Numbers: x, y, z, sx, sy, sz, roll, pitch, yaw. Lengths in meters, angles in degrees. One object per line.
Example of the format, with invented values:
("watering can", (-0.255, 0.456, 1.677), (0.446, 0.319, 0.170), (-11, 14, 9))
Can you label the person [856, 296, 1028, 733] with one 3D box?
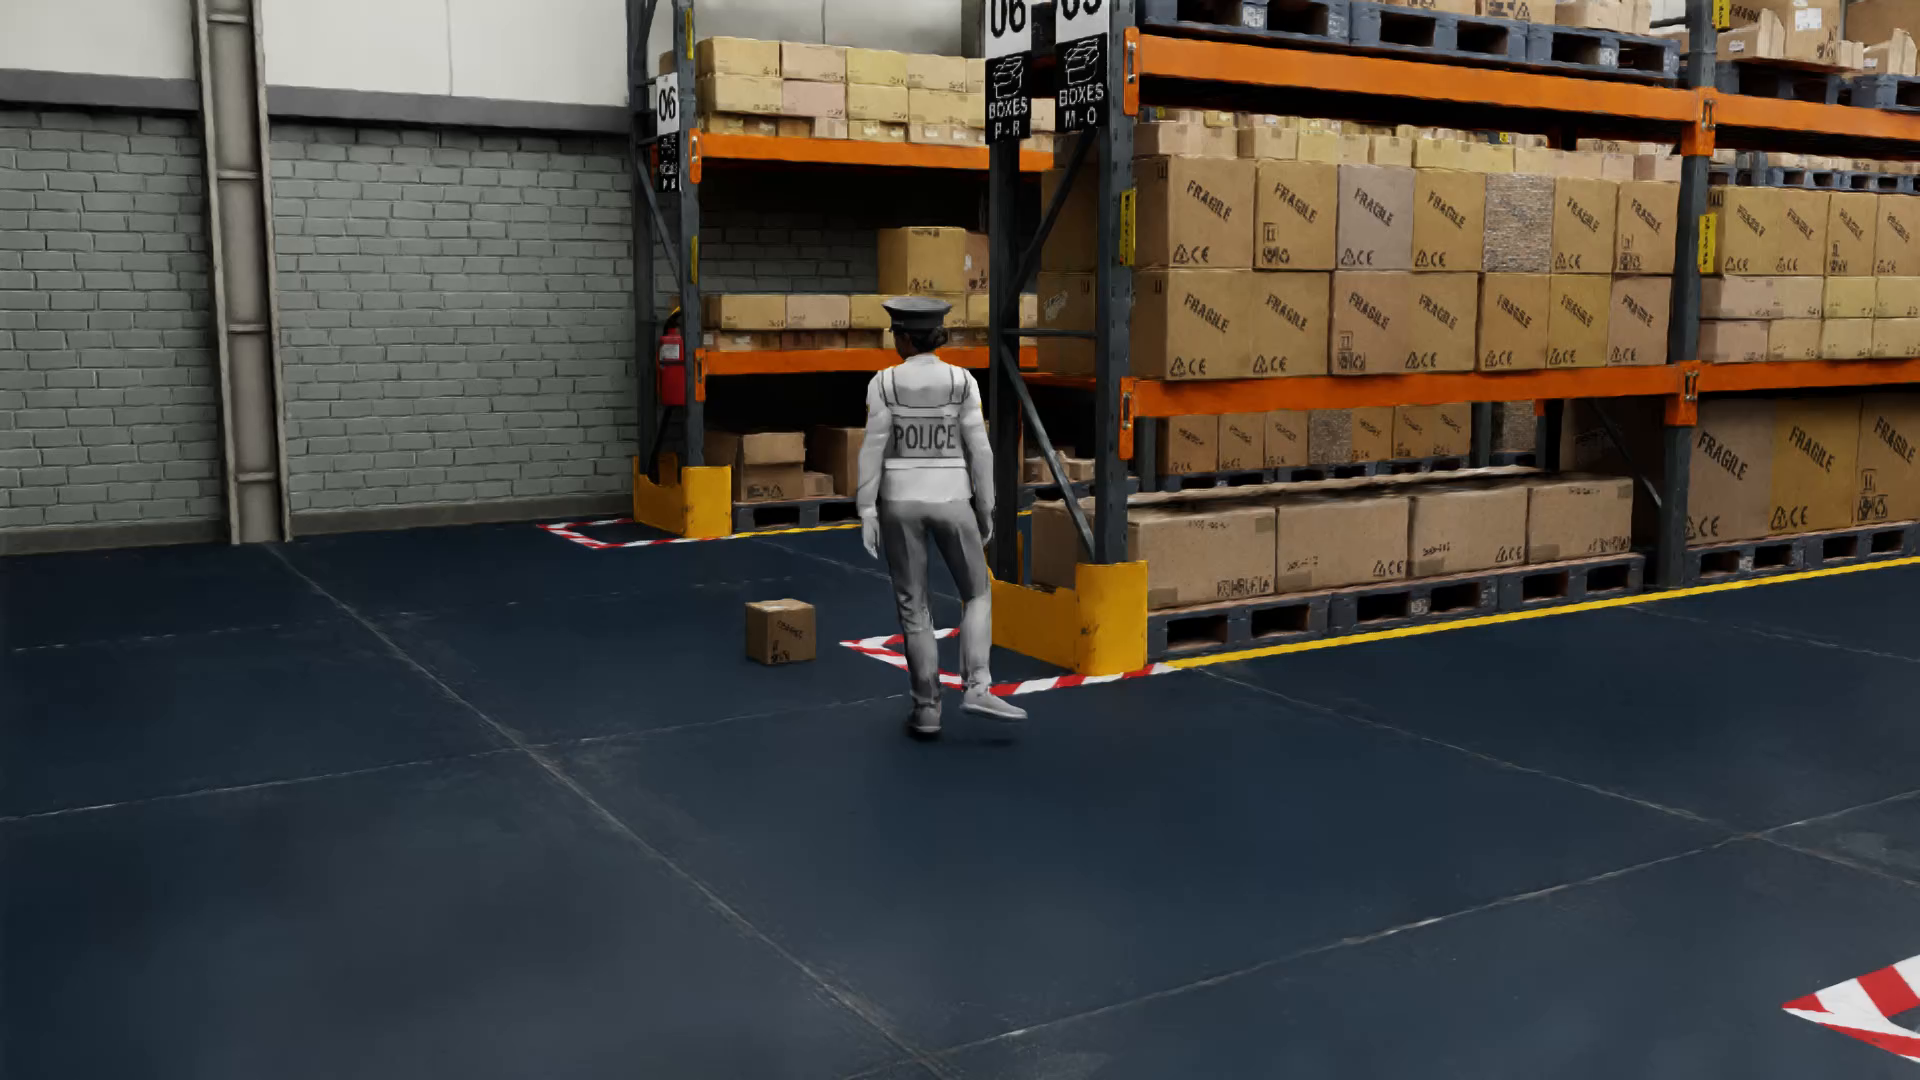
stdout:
("person", (-0.070, -0.091, 6.324), (0.648, 1.659, 0.437), (0, 8, -3))
